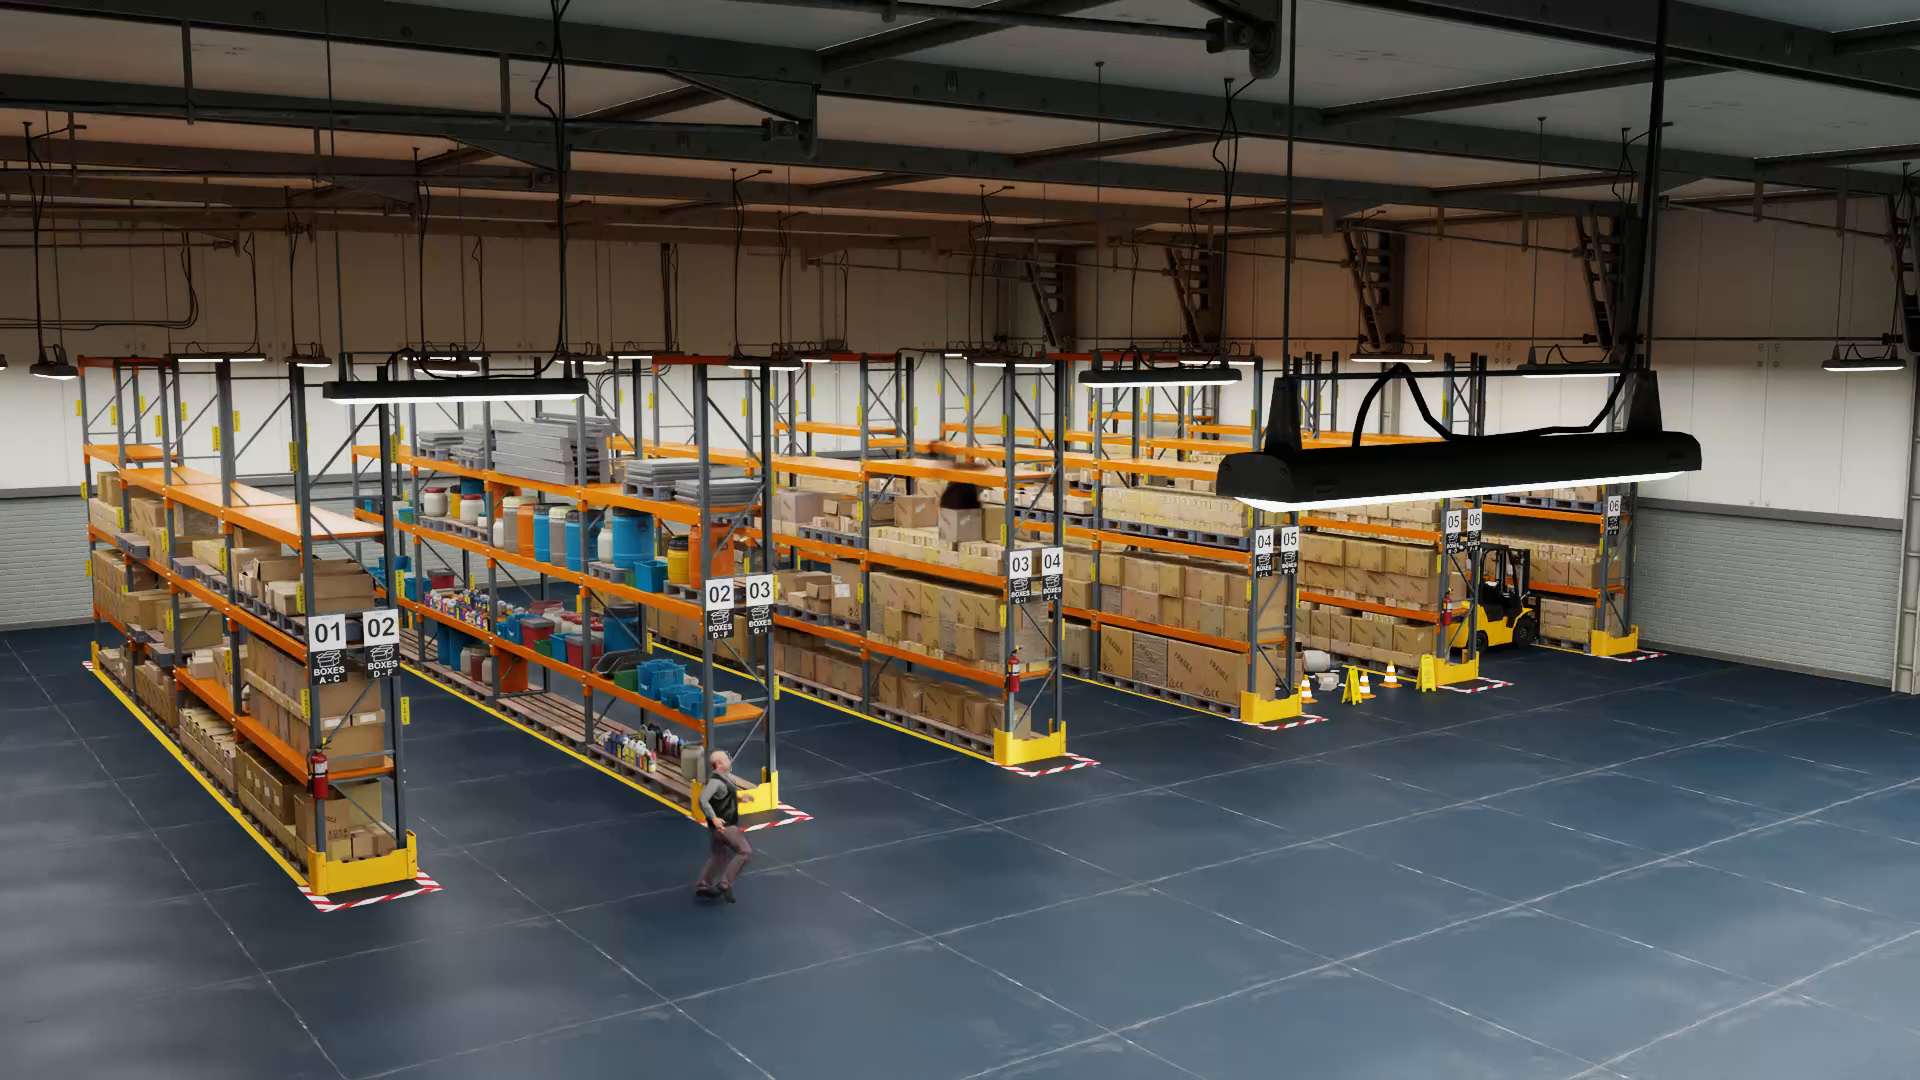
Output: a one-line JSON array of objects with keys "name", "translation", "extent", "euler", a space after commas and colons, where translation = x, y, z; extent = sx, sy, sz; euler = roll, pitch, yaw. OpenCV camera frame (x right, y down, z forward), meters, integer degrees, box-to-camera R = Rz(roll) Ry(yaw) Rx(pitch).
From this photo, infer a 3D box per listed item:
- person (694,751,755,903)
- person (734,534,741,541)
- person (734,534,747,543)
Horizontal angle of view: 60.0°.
[{"name": "person", "translation": [-2.647, 3.223, 18.693], "extent": [0.703, 1.724, 0.630], "euler": [-1, 7, -12]}, {"name": "person", "translation": [-5.369, 0.711, 39.392], "extent": [0.780, 1.698, 0.840], "euler": [0, 7, 3]}, {"name": "person", "translation": [-5.495, 0.536, 41.149], "extent": [0.841, 1.777, 0.696], "euler": [4, 8, 30]}]
